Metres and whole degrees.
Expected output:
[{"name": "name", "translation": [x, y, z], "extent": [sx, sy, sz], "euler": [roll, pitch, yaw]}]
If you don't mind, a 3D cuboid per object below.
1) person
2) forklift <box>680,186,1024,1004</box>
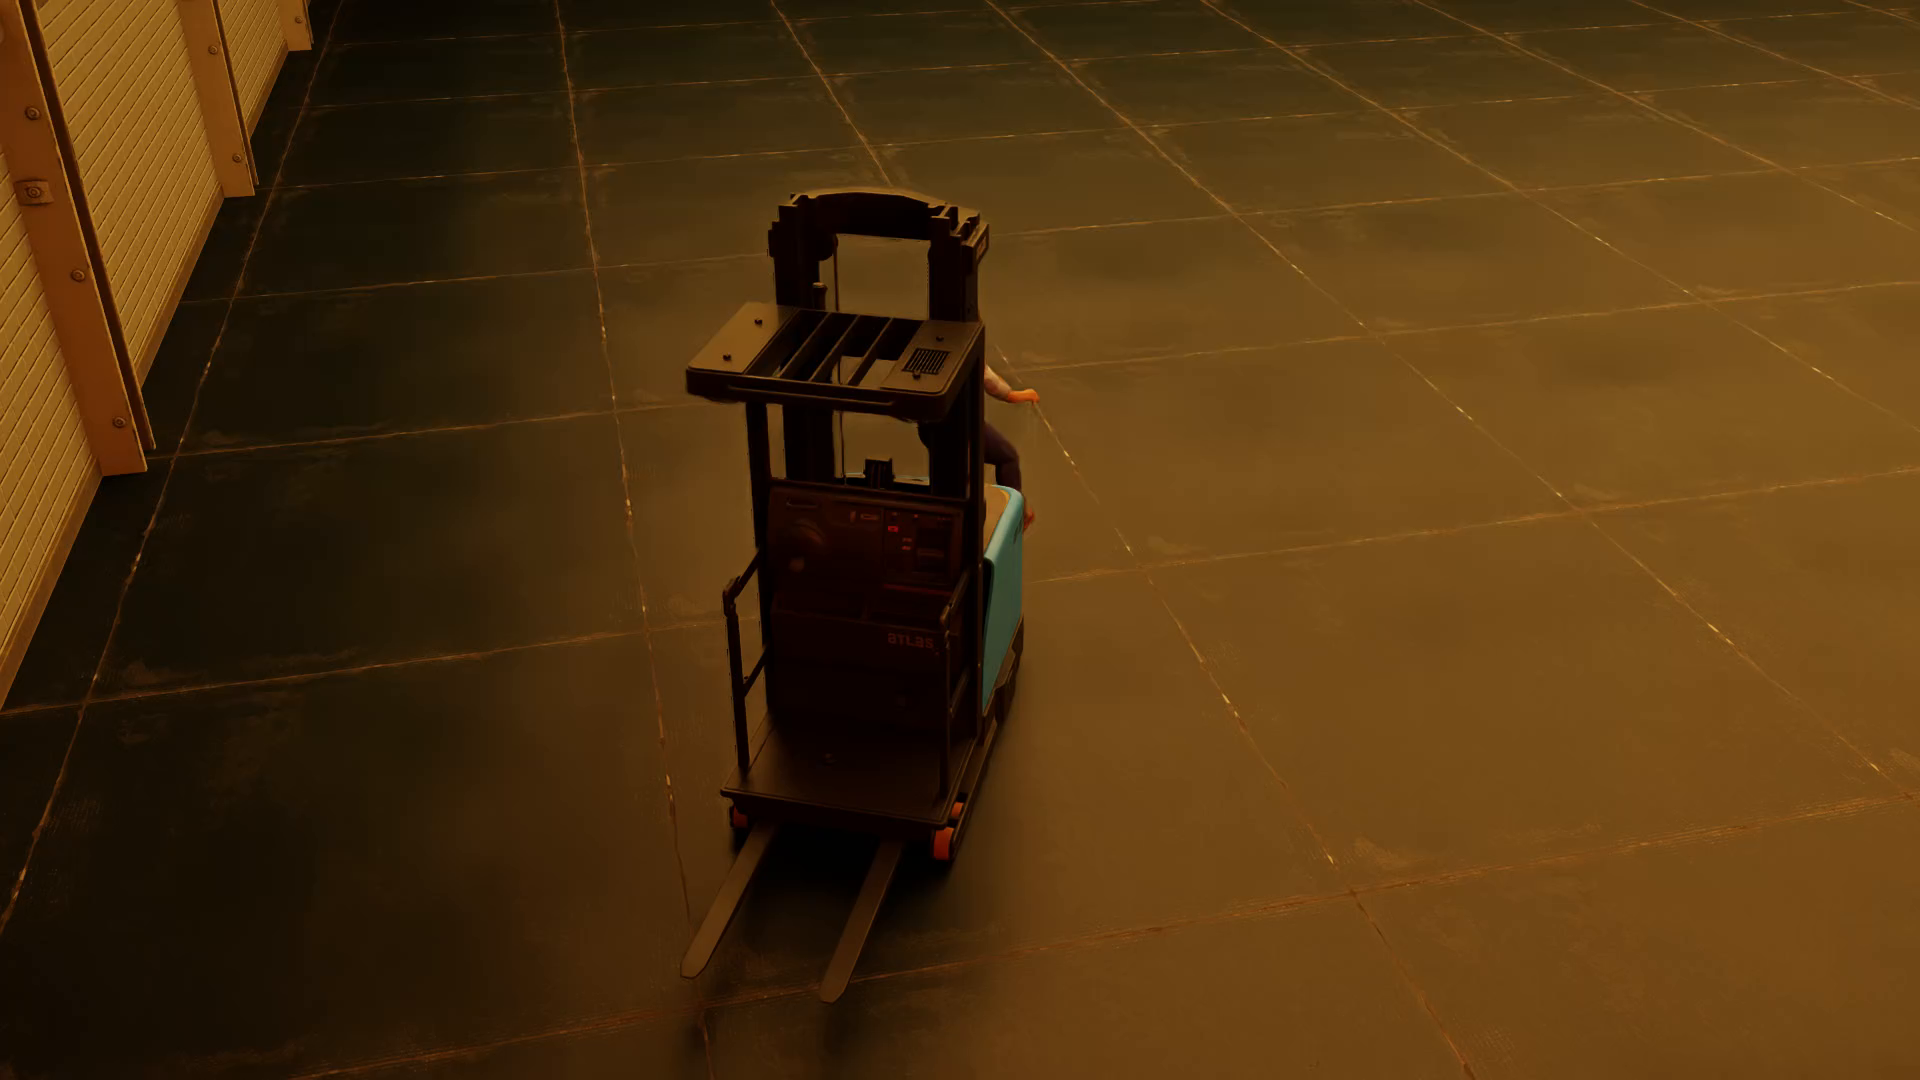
[{"name": "person", "translation": [0.063, -0.789, 10.361], "extent": [0.784, 1.500, 0.629], "euler": [13, 33, 21]}, {"name": "forklift", "translation": [-0.489, 0.041, 7.505], "extent": [1.130, 2.935, 3.031], "euler": [7, 31, 12]}]
